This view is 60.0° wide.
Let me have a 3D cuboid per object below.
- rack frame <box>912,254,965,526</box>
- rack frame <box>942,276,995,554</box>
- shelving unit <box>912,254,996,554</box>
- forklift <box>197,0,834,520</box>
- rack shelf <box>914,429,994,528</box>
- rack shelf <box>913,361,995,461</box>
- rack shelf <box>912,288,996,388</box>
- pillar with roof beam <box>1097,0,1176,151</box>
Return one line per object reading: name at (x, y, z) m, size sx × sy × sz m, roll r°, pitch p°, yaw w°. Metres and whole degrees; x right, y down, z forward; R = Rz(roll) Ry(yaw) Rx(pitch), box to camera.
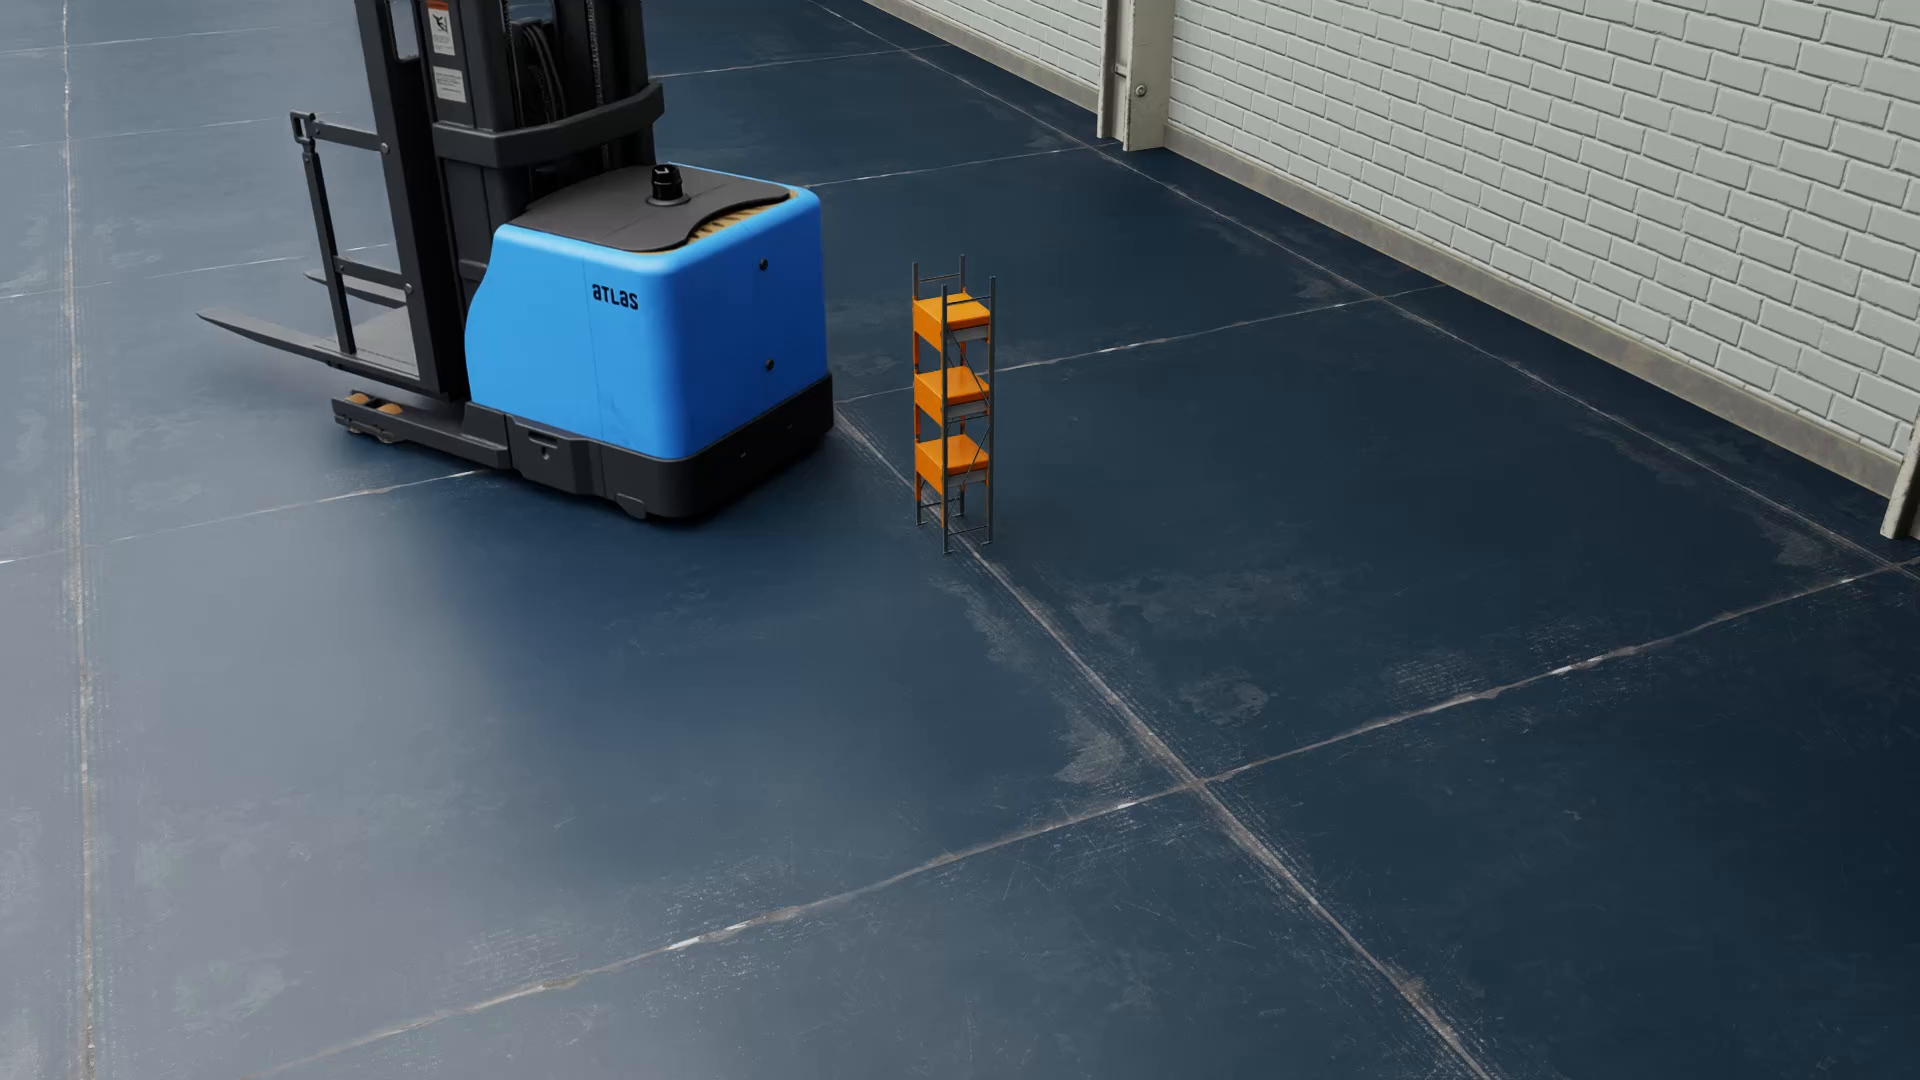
rack frame at (-0.075, -0.535, 6.131) m, size 0.200 × 1.050 × 0.008 m, roll -13°, pitch 32°, yaw -22°
rack frame at (0.029, -0.428, 5.939) m, size 0.200 × 1.050 × 0.008 m, roll -13°, pitch 32°, yaw -22°
shelving unit at (-0.023, -0.482, 6.035) m, size 0.215 × 1.050 × 0.252 m, roll -13°, pitch 32°, yaw -22°
forklift at (-2.054, -1.883, 6.611) m, size 3.031 × 2.935 × 1.130 m, roll 17°, pitch 33°, yaw 27°
rack shelf at (-0.023, -0.230, 6.176) m, size 0.215 × 0.259 × 0.240 m, roll -13°, pitch 32°, yaw -22°
rack shelf at (-0.023, -0.472, 6.041) m, size 0.215 × 0.259 × 0.240 m, roll -13°, pitch 32°, yaw -22°
rack shelf at (-0.023, -0.720, 5.902) m, size 0.215 × 0.259 × 0.240 m, roll -13°, pitch 32°, yaw -22°
pillar with roof beam at (-2.759, -5.644, 7.115) m, size 9.100 × 9.000 × 0.400 m, roll -13°, pitch 32°, yaw -22°
